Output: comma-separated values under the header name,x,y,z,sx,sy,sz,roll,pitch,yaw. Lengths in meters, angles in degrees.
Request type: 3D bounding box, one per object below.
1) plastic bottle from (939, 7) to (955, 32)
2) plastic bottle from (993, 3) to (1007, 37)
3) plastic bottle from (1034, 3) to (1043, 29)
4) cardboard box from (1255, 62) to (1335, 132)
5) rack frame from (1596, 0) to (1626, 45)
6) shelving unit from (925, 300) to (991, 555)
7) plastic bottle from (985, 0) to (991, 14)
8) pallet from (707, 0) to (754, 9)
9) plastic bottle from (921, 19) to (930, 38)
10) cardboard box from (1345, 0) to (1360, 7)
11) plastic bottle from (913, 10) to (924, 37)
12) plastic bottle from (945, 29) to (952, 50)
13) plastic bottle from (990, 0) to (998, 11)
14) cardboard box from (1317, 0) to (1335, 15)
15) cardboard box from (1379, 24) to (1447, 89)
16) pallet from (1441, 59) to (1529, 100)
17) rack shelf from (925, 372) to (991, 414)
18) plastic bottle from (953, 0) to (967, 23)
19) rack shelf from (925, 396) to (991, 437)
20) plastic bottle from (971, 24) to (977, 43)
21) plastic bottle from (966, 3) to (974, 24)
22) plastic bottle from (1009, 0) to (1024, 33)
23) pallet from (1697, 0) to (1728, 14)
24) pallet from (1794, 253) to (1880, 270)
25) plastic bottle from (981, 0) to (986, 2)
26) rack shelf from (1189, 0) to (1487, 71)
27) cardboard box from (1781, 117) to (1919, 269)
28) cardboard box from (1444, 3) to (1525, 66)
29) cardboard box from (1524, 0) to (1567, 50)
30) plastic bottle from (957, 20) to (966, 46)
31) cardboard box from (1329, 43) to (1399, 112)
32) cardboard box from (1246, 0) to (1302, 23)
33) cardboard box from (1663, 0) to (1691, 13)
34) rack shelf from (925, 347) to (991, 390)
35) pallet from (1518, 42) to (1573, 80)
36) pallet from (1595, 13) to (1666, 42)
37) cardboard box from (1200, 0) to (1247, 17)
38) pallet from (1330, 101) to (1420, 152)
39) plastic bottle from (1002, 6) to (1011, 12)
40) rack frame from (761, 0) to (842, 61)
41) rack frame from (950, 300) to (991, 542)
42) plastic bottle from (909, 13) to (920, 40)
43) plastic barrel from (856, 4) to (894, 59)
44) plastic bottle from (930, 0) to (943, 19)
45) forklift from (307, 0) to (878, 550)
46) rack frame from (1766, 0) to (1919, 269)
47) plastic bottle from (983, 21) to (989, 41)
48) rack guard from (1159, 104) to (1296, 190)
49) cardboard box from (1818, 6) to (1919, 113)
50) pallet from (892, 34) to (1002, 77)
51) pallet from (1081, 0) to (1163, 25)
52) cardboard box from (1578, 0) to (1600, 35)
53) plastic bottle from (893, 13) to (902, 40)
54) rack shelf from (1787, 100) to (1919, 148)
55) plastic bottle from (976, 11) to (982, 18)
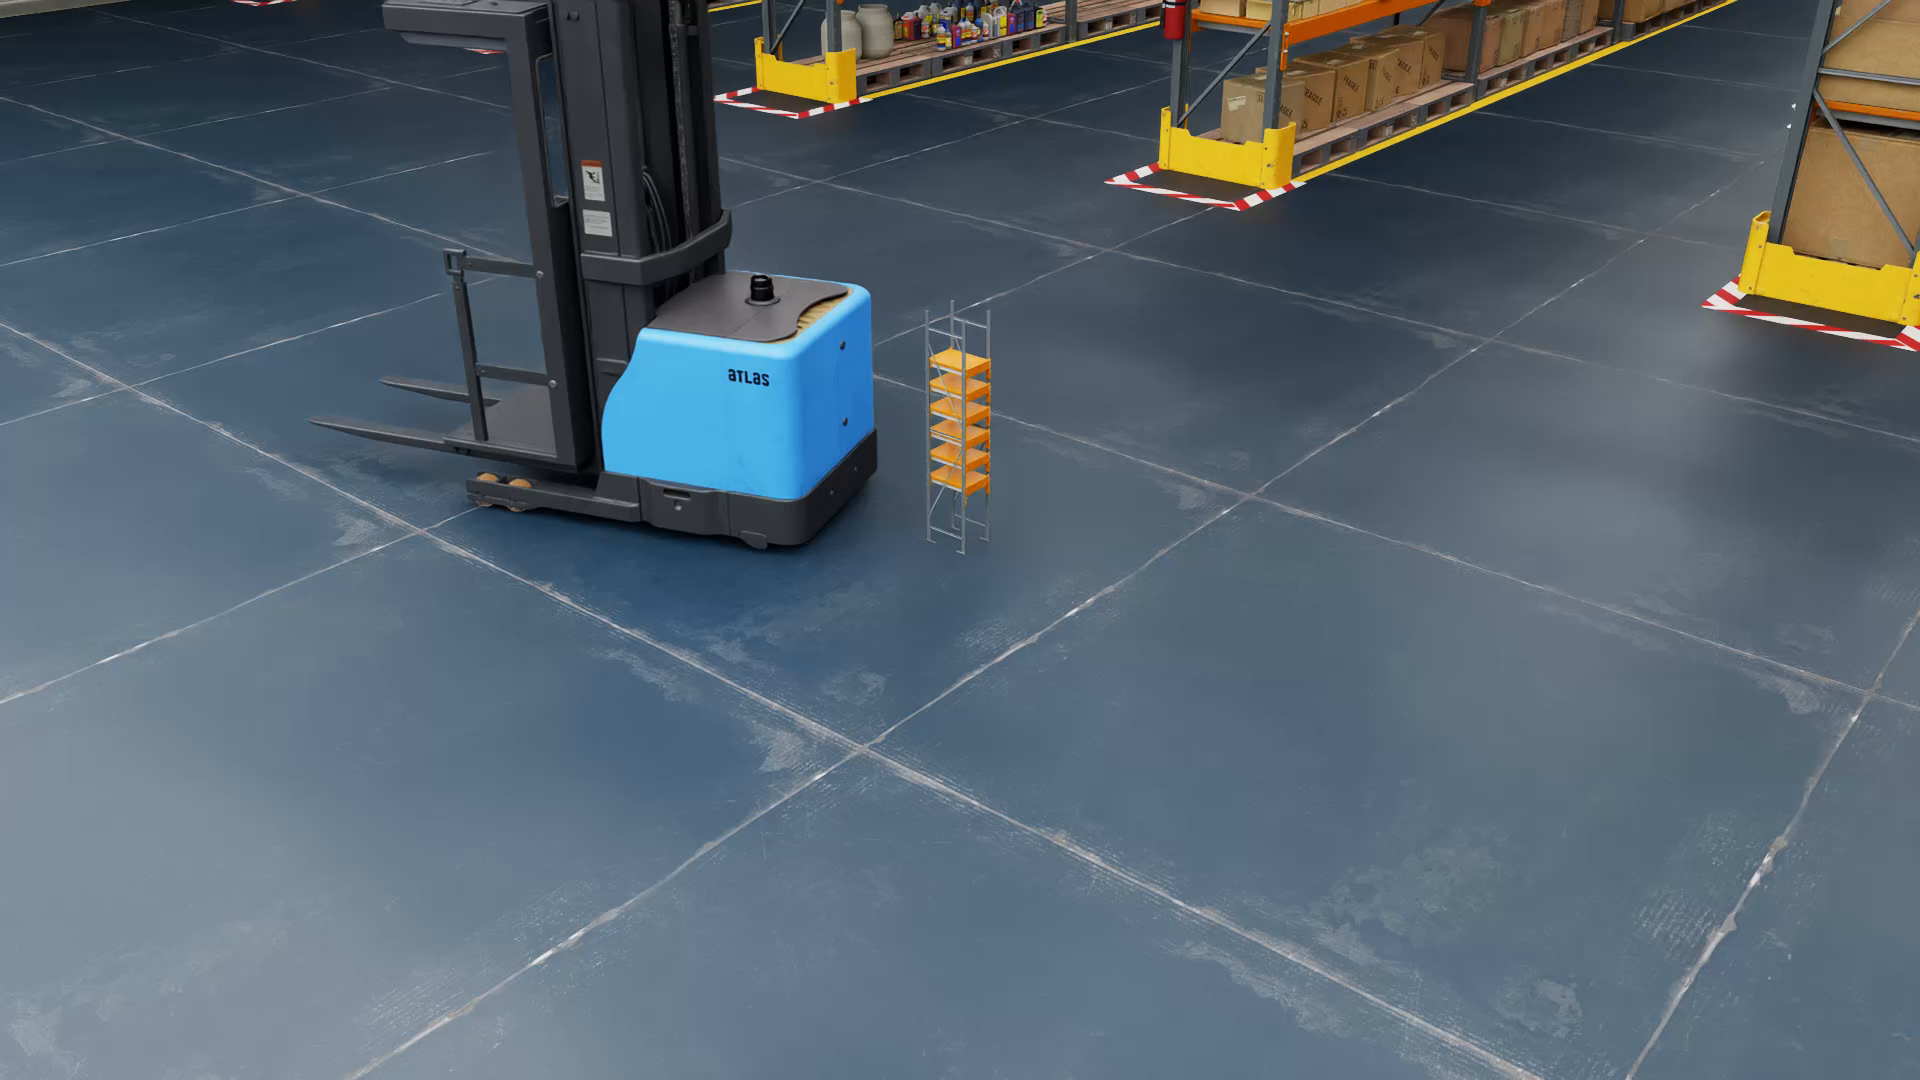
name,x,y,z,sx,sy,sz,roll,pitch,yaw
plastic bottle,-0.148,-5.891,18.858,0.152,0.276,0.135,21,34,34
plastic bottle,0.431,-5.846,18.689,0.144,0.351,0.185,21,34,34
plastic bottle,0.895,-6.044,19.146,0.061,0.283,0.133,23,35,37
cardboard box,2.988,-3.971,14.925,0.500,0.500,0.500,-18,32,-31
rack frame,7.312,-7.293,19.082,1.000,3.000,0.127,21,34,34
shelving unit,-0.009,-0.528,7.964,0.258,1.200,0.189,21,34,34
plastic bottle,0.303,-6.172,19.394,0.061,0.283,0.133,21,34,34
pallet,-3.412,-7.263,22.059,1.003,0.211,1.213,21,34,34
plastic bottle,-0.390,-5.736,18.640,0.097,0.201,0.097,0,27,0
cardboard box,3.241,-4.725,14.391,0.380,0.149,0.250,21,34,34
plastic bottle,-0.499,-5.799,18.681,0.152,0.276,0.135,20,33,33
plastic bottle,-0.139,-5.445,18.077,0.097,0.201,0.097,0,27,0
plastic bottle,0.405,-6.321,19.694,0.097,0.271,0.097,0,27,0
cardboard box,2.933,-4.543,14.041,0.380,0.149,0.250,21,34,34
cardboard box,4.483,-4.821,16.567,0.500,0.500,0.500,20,33,33
pallet,5.262,-4.912,17.516,1.003,0.211,1.213,21,34,34
rack shelf,-0.009,-0.701,7.875,0.258,0.103,0.180,21,34,34
plastic bottle,-0.008,-6.109,19.198,0.144,0.351,0.185,19,33,32
rack shelf,-0.009,-0.595,7.930,0.258,0.103,0.180,21,34,34
plastic bottle,0.140,-5.600,18.377,0.097,0.201,0.097,0,27,0
plastic bottle,0.113,-6.054,19.178,0.097,0.271,0.097,0,27,0
plastic bottle,0.637,-5.960,18.911,0.144,0.351,0.185,19,33,32
pallet,9.424,-7.177,21.893,1.003,0.211,1.213,21,34,34
pallet,6.435,-2.039,11.961,1.003,0.211,1.213,21,34,34
plastic bottle,0.221,-6.200,19.456,0.152,0.276,0.135,22,35,36
rack shelf,3.496,-4.846,15.135,1.077,0.370,4.000,21,34,34
cardboard box,6.367,-2.473,11.622,0.875,0.875,0.875,21,34,35
cardboard box,5.493,-5.335,17.539,0.700,0.500,0.500,21,34,34
cardboard box,6.203,-5.731,18.305,0.700,0.500,0.500,24,36,38
plastic bottle,0.014,-5.561,18.225,0.097,0.271,0.097,0,27,0
cardboard box,3.790,-4.372,15.700,0.500,0.500,0.500,17,32,30
cardboard box,2.589,-4.376,13.718,0.380,0.149,0.250,21,34,34
cardboard box,8.340,-7.088,20.542,1.225,0.875,0.875,21,34,35
rack shelf,-0.009,-0.808,7.819,0.258,0.103,0.180,21,34,34
pallet,6.038,-5.347,18.356,1.003,0.211,1.213,21,34,34
pallet,7.872,-6.312,20.221,1.003,0.211,1.213,21,34,34
cardboard box,2.246,-4.506,13.969,0.380,0.149,0.250,21,34,34
pallet,3.592,-3.953,15.661,1.003,0.211,1.213,21,34,34
plastic bottle,0.507,-5.961,18.994,0.152,0.276,0.135,21,34,34
rack frame,-1.598,-5.904,16.398,1.000,3.000,0.127,21,34,34
rack frame,0.049,-0.560,8.027,0.240,1.200,0.006,21,34,34
plastic bottle,-0.504,-5.722,18.524,0.061,0.283,0.133,21,34,34
plastic barrel,-0.920,-5.419,17.710,0.421,0.512,0.421,0,27,0
plastic bottle,-0.278,-5.958,18.907,0.144,0.351,0.185,20,34,34
forklift,-2.009,-1.660,8.270,3.031,2.935,1.130,9,29,18
rack frame,5.987,-2.971,10.728,1.000,3.000,0.127,21,34,34
plastic bottle,0.271,-5.673,18.518,0.097,0.201,0.097,0,27,0
rack guard,2.272,-3.373,14.226,1.175,0.500,0.348,21,34,34
cardboard box,6.188,-3.182,10.973,0.875,0.550,0.550,21,34,34
pallet,-0.289,-5.423,18.503,1.003,0.211,1.213,21,34,34
pallet,2.191,-6.808,21.180,1.003,0.211,1.213,21,34,34
cardboard box,6.902,-6.134,19.085,0.700,0.500,0.500,19,33,32
plastic bottle,-0.708,-5.719,18.517,0.061,0.283,0.133,22,34,36
rack shelf,7.259,-3.360,12.264,1.077,0.370,4.000,21,34,34
plastic bottle,0.242,-5.790,18.656,0.061,0.283,0.133,21,34,34
